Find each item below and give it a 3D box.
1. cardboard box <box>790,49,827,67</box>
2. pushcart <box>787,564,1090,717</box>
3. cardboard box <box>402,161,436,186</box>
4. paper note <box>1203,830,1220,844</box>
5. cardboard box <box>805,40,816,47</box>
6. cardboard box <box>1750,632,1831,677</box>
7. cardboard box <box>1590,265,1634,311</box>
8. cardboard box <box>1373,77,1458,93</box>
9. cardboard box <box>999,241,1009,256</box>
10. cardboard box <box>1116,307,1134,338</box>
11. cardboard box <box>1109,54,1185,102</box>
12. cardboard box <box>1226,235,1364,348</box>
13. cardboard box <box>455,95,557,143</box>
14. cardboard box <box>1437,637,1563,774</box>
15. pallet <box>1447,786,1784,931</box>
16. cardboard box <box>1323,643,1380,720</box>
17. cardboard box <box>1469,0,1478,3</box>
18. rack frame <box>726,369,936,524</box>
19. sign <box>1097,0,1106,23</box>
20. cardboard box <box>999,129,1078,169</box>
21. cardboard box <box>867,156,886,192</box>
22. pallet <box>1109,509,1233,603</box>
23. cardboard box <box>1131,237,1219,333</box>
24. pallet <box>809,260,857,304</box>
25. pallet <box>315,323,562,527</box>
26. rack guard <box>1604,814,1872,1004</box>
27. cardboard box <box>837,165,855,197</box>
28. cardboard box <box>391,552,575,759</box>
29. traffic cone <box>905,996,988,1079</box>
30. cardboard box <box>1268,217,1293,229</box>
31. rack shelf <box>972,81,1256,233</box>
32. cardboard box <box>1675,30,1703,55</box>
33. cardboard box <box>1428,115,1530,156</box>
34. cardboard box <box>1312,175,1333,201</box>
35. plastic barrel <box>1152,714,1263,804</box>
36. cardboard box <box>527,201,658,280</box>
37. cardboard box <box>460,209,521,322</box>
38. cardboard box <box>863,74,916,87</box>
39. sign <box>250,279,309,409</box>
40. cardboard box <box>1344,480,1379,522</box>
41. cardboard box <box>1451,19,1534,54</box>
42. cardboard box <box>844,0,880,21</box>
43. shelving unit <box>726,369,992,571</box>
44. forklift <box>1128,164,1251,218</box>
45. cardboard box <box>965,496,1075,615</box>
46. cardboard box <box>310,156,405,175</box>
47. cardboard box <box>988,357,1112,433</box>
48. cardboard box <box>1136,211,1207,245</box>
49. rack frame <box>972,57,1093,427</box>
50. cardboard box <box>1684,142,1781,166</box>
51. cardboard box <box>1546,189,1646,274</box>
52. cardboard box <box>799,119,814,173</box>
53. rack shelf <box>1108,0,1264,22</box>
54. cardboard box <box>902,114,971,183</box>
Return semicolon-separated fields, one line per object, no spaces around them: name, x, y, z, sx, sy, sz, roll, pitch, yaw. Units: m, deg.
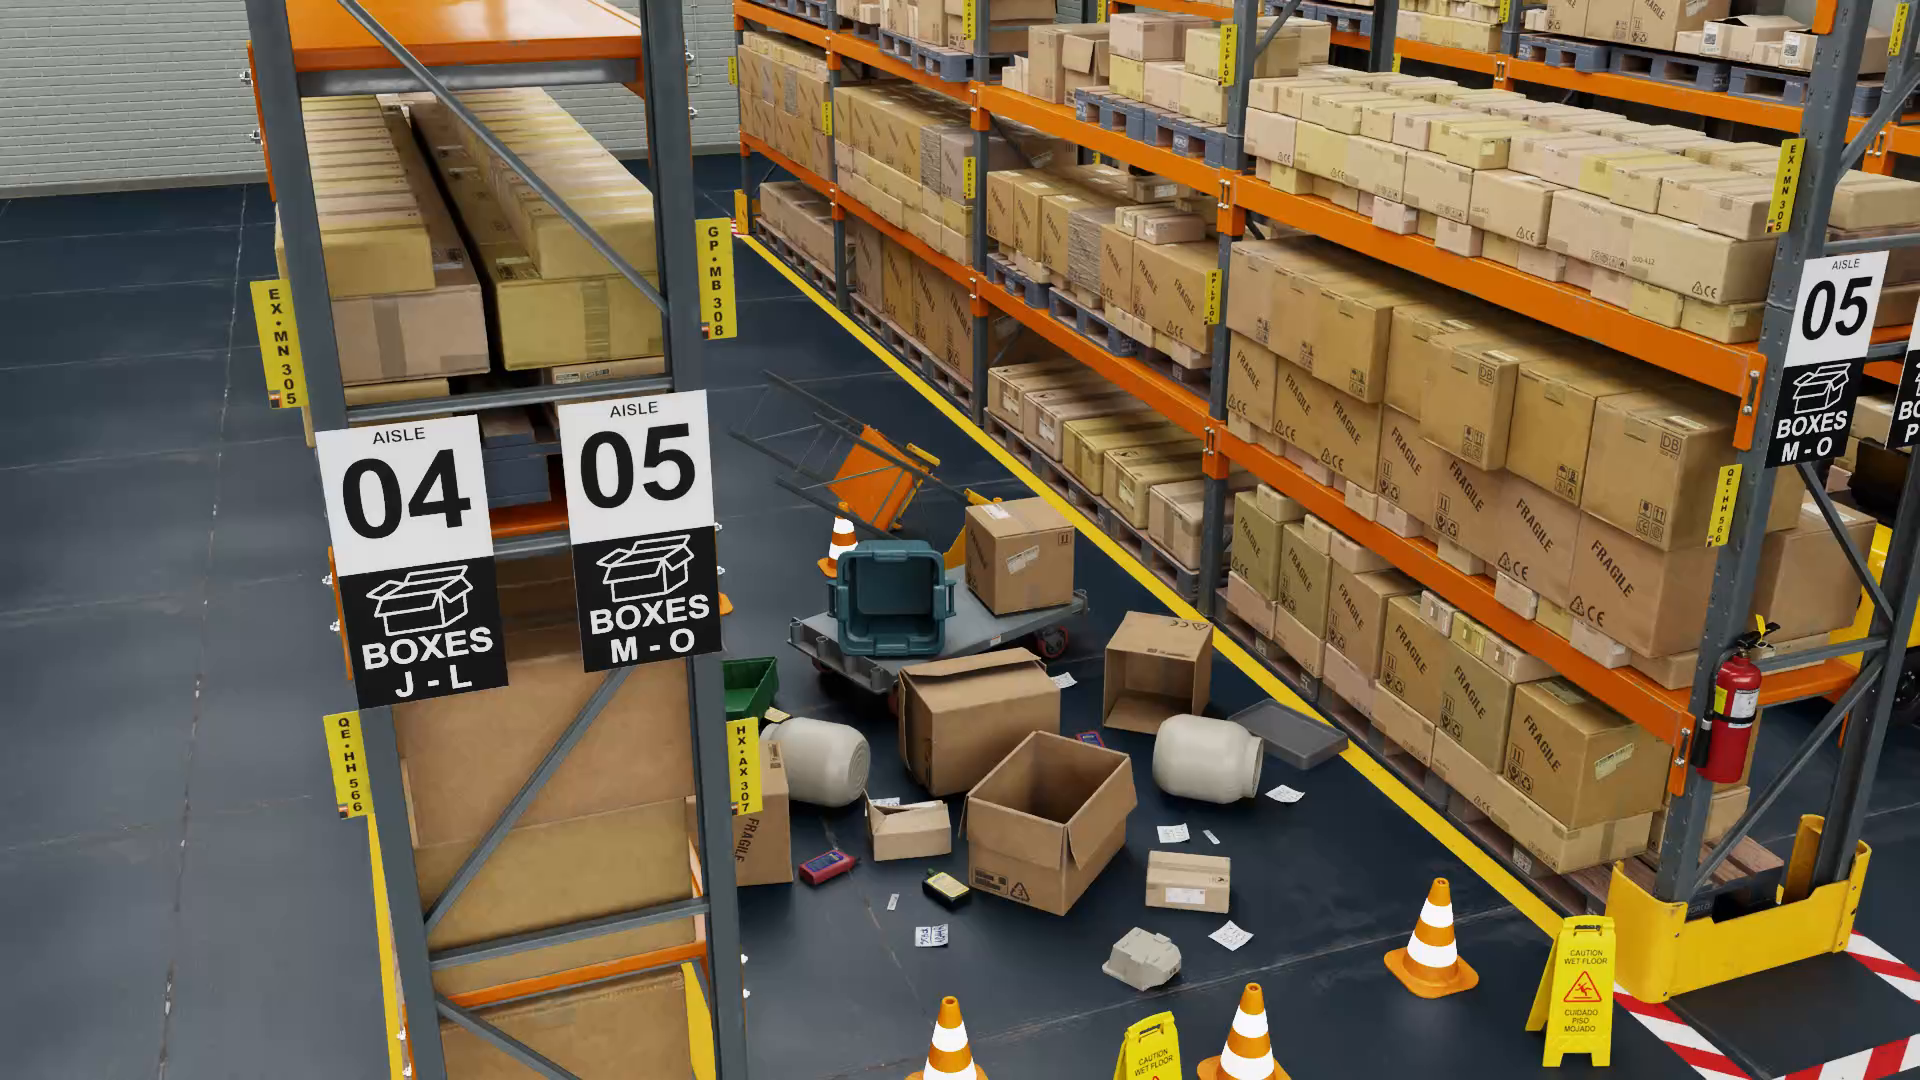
cardboard box;-1.619;-5.226;18.035;0.380;0.149;0.250;-9;24;-20
pushcart;-0.110;0.568;9.917;1.648;0.377;0.936;-18;29;-37
cardboard box;-2.141;-1.179;5.964;0.500;0.250;0.500;-8;24;-19
paper note;1.247;1.472;8.244;0.032;0.001;0.123;-8;24;-19
cardboard box;-1.561;-5.662;19.069;0.380;0.149;0.250;-9;24;-19
cardboard box;3.492;0.446;7.154;0.380;0.149;0.250;-8;24;-19
cardboard box;2.850;-1.063;6.872;0.380;0.149;0.250;-8;24;-17
cardboard box;2.486;-2.436;9.103;0.380;0.149;0.250;-9;24;-20
cardboard box;0.534;-2.359;13.268;0.380;0.149;0.250;-10;25;-22
cardboard box;1.271;-1.477;11.176;0.380;0.149;0.250;-8;24;-19
cardboard box;1.311;-3.041;10.892;0.500;0.250;0.500;-8;24;-18
cardboard box;1.958;-1.426;9.472;0.700;0.500;0.500;-9;24;-20
cardboard box;-1.803;-1.672;6.620;0.380;0.149;0.250;-8;24;-19
cardboard box;2.704;0.765;8.106;0.500;0.500;0.500;-7;24;-17
pallet;3.138;1.439;8.064;1.003;0.211;1.213;-8;24;-19
cardboard box;2.351;0.738;9.136;0.500;0.250;0.500;-9;24;-20
cardboard box;4.843;-4.936;15.033;0.380;0.149;0.250;-9;25;-21
rack frame;-0.870;-0.627;11.511;1.500;0.500;0.032;28;7;-32
sign;1.101;-4.119;13.133;0.100;0.325;0.005;-8;24;-19
cardboard box;0.647;-3.145;13.933;0.500;0.500;0.500;-9;25;-21
cardboard box;-0.565;-3.469;15.667;0.500;0.250;0.500;-8;24;-18
pallet;1.729;0.031;11.405;1.003;0.211;1.213;-8;24;-19
cardboard box;1.452;-1.665;10.785;0.500;0.500;0.500;-8;24;-19
pallet;-1.016;-2.880;18.312;1.003;0.211;1.213;-8;24;-19
pallet;-1.448;-0.412;5.117;1.003;0.211;1.213;-8;24;-19
rack guard;3.392;1.606;7.296;1.175;0.500;0.348;-8;24;-19
cardboard box;-0.912;-3.613;16.654;0.500;0.250;0.500;-9;24;-20
cardboard box;-1.552;0.304;5.584;0.875;0.550;0.550;-8;24;-19
traffic cone;-0.036;1.979;6.459;0.336;0.463;0.334;-8;24;-19
cardboard box;3.782;-3.396;18.622;0.500;0.500;0.500;-7;24;-17
rack shelf;1.299;-2.749;11.474;1.077;0.370;4.000;-8;24;-19
cardboard box;5.703;-3.798;12.691;0.380;0.149;0.250;-9;24;-20
cardboard box;2.438;-1.893;7.813;0.380;0.149;0.250;-8;24;-18
cardboard box;2.118;-1.913;8.889;0.380;0.149;0.250;-8;24;-19
plastic barrel;1.273;1.126;8.533;0.512;0.421;0.421;8;24;18
cardboard box;-0.997;-0.841;4.648;0.380;0.149;0.250;-8;24;-18
cardboard box;-1.287;-0.887;5.271;0.500;0.250;0.500;-9;24;-20
cardboard box;-0.762;-4.591;17.366;0.500;0.500;0.500;-8;24;-19
sign;-1.689;-0.487;4.142;0.100;0.325;0.005;-8;24;-19
cardboard box;2.260;-0.231;8.760;0.380;0.149;0.250;-8;24;-19
cardboard box;4.827;-4.574;15.070;0.500;0.250;0.500;-9;25;-21
cardboard box;-0.780;-5.140;15.552;0.500;0.500;0.500;-9;24;-20
shelving unit;-0.669;-0.453;11.089;1.500;0.587;1.083;28;7;-32
forklift;2.101;-2.619;14.190;1.130;2.935;3.031;-8;24;-19
cardboard box;0.351;0.086;9.926;0.500;0.500;0.500;-8;24;-19
cardboard box;-1.970;-1.120;5.312;0.380;0.149;0.250;-8;24;-19
cardboard box;0.783;-1.201;13.580;0.950;0.372;0.625;-10;25;-23
cardboard box;1.376;-2.033;10.823;0.380;0.149;0.250;-9;25;-21
rack frame;0.593;-2.425;13.641;1.000;3.000;0.127;-8;24;-19
cardboard box;3.331;-1.599;7.117;0.380;0.149;0.250;-8;24;-19
cardboard box;2.822;-1.302;6.926;0.500;0.250;0.500;-9;24;-20
cardboard box;-1.410;-4.244;17.829;0.500;0.500;0.500;-9;24;-20
rack shelf;3.115;-6.338;19.990;1.077;0.370;4.000;-8;24;-19
cardboard box;-0.193;-3.450;14.658;0.500;0.500;0.500;-8;24;-19
